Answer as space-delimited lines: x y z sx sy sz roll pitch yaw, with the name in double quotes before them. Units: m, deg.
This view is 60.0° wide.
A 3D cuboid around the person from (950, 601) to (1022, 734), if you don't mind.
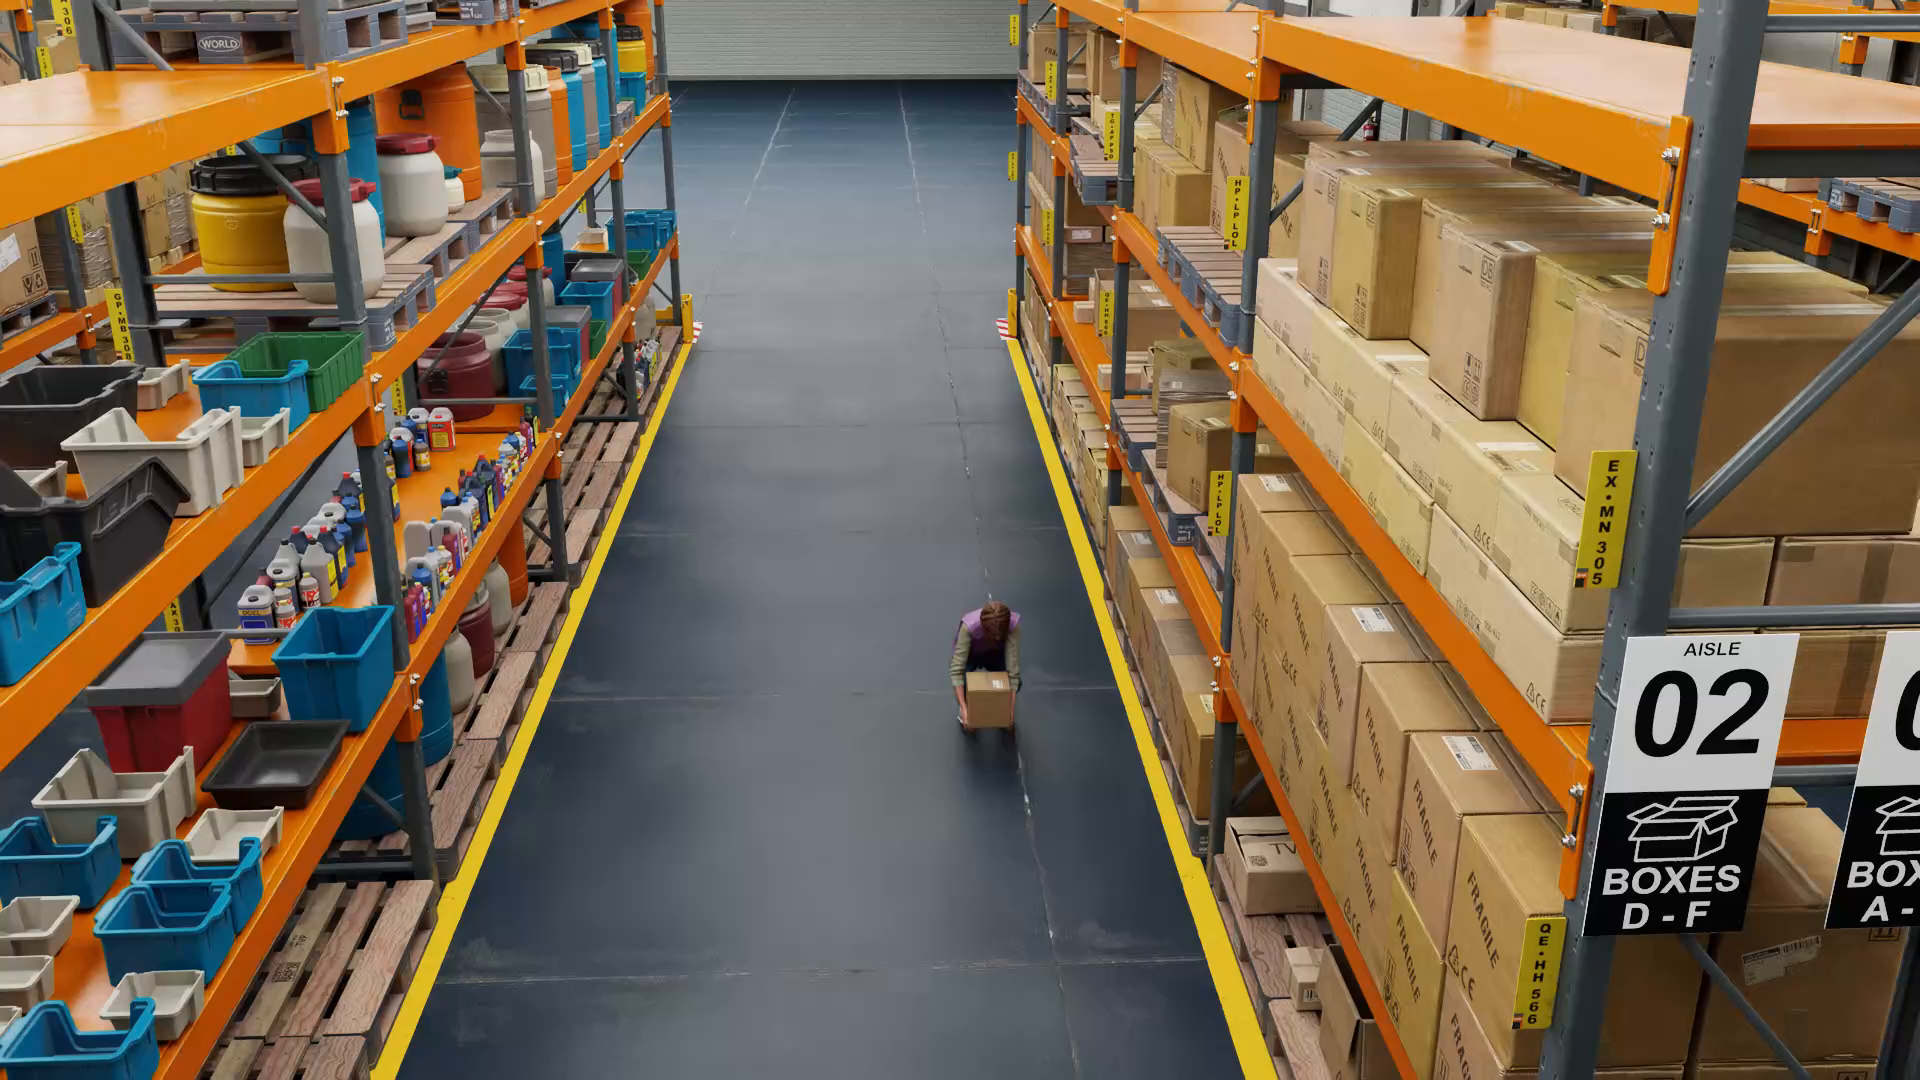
"person" 0.150 0.732 10.178 0.447 0.886 0.810 -1 21 -4
